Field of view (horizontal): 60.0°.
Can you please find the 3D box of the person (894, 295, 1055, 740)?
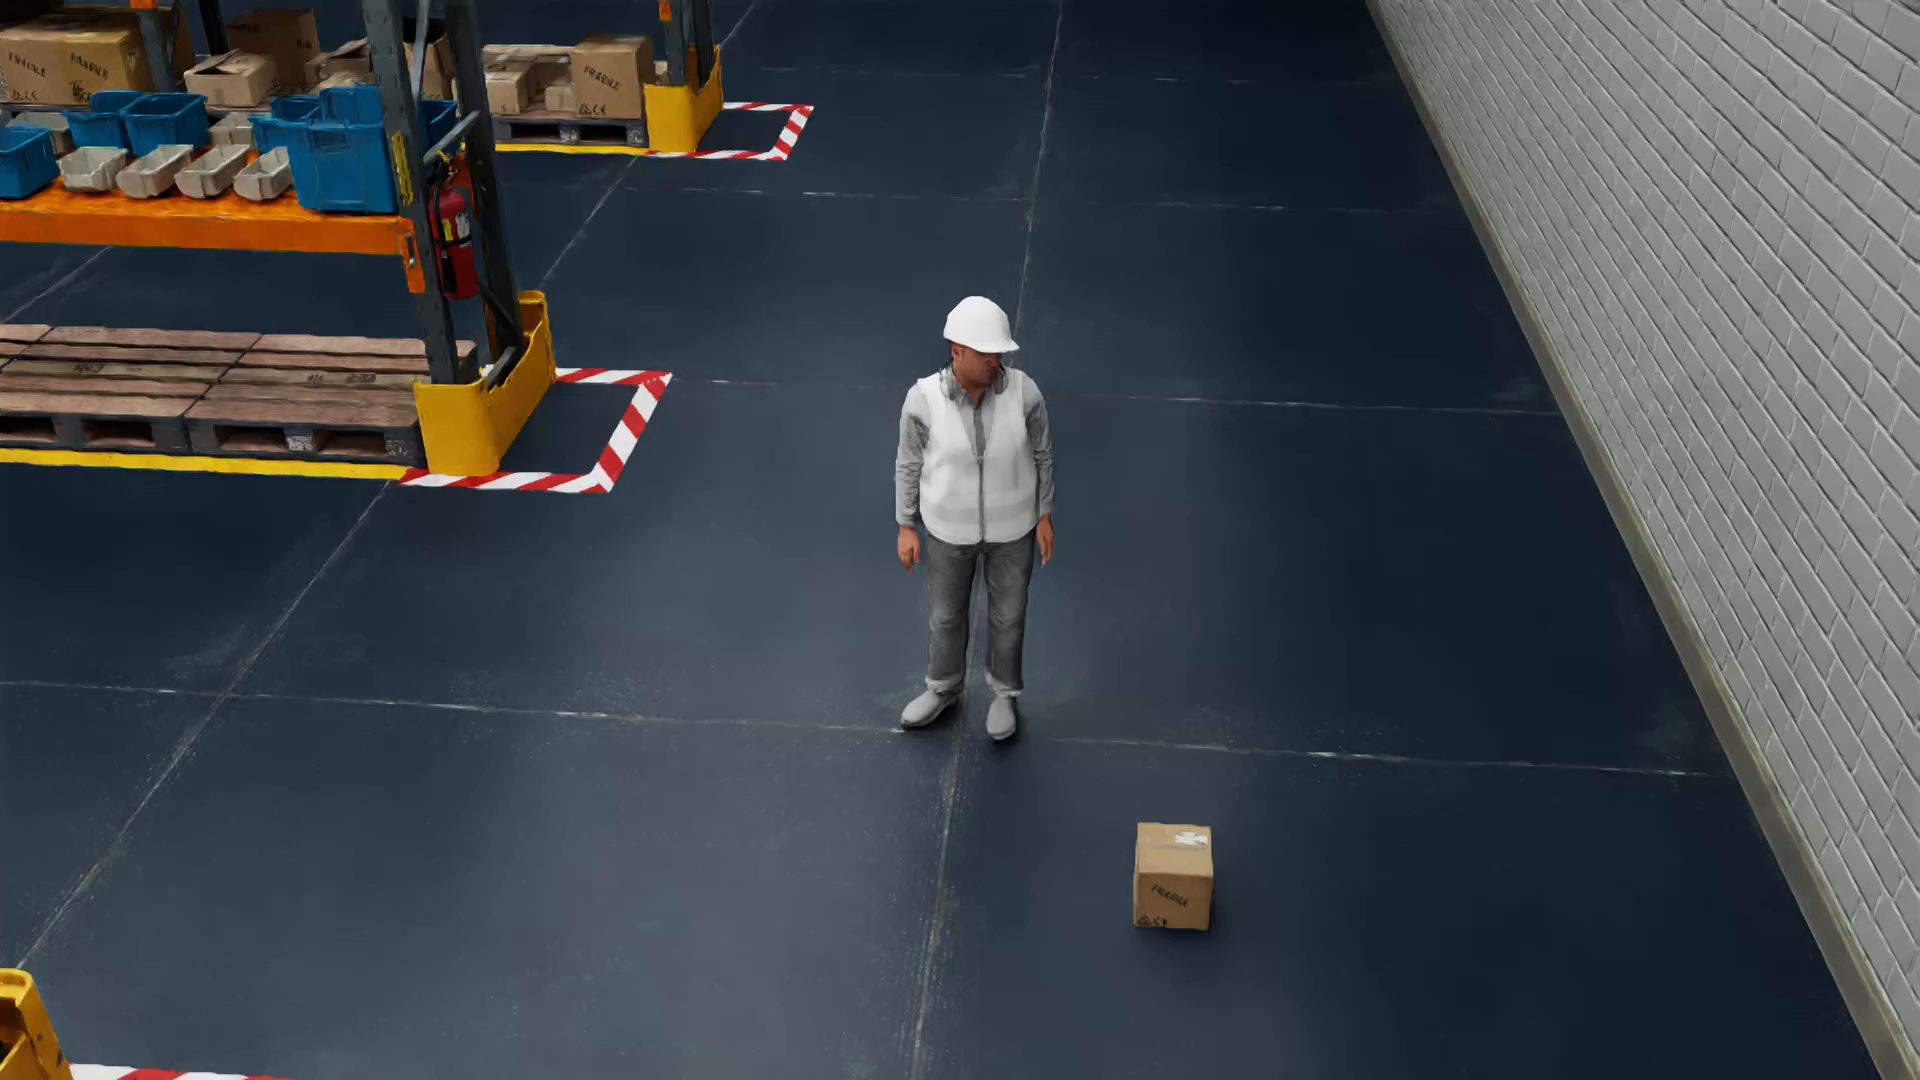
[{"bbox_3d":[0.056,-0.057,6.153,0.591,1.784,0.385,-1,32,-2],"label":"person"}]
